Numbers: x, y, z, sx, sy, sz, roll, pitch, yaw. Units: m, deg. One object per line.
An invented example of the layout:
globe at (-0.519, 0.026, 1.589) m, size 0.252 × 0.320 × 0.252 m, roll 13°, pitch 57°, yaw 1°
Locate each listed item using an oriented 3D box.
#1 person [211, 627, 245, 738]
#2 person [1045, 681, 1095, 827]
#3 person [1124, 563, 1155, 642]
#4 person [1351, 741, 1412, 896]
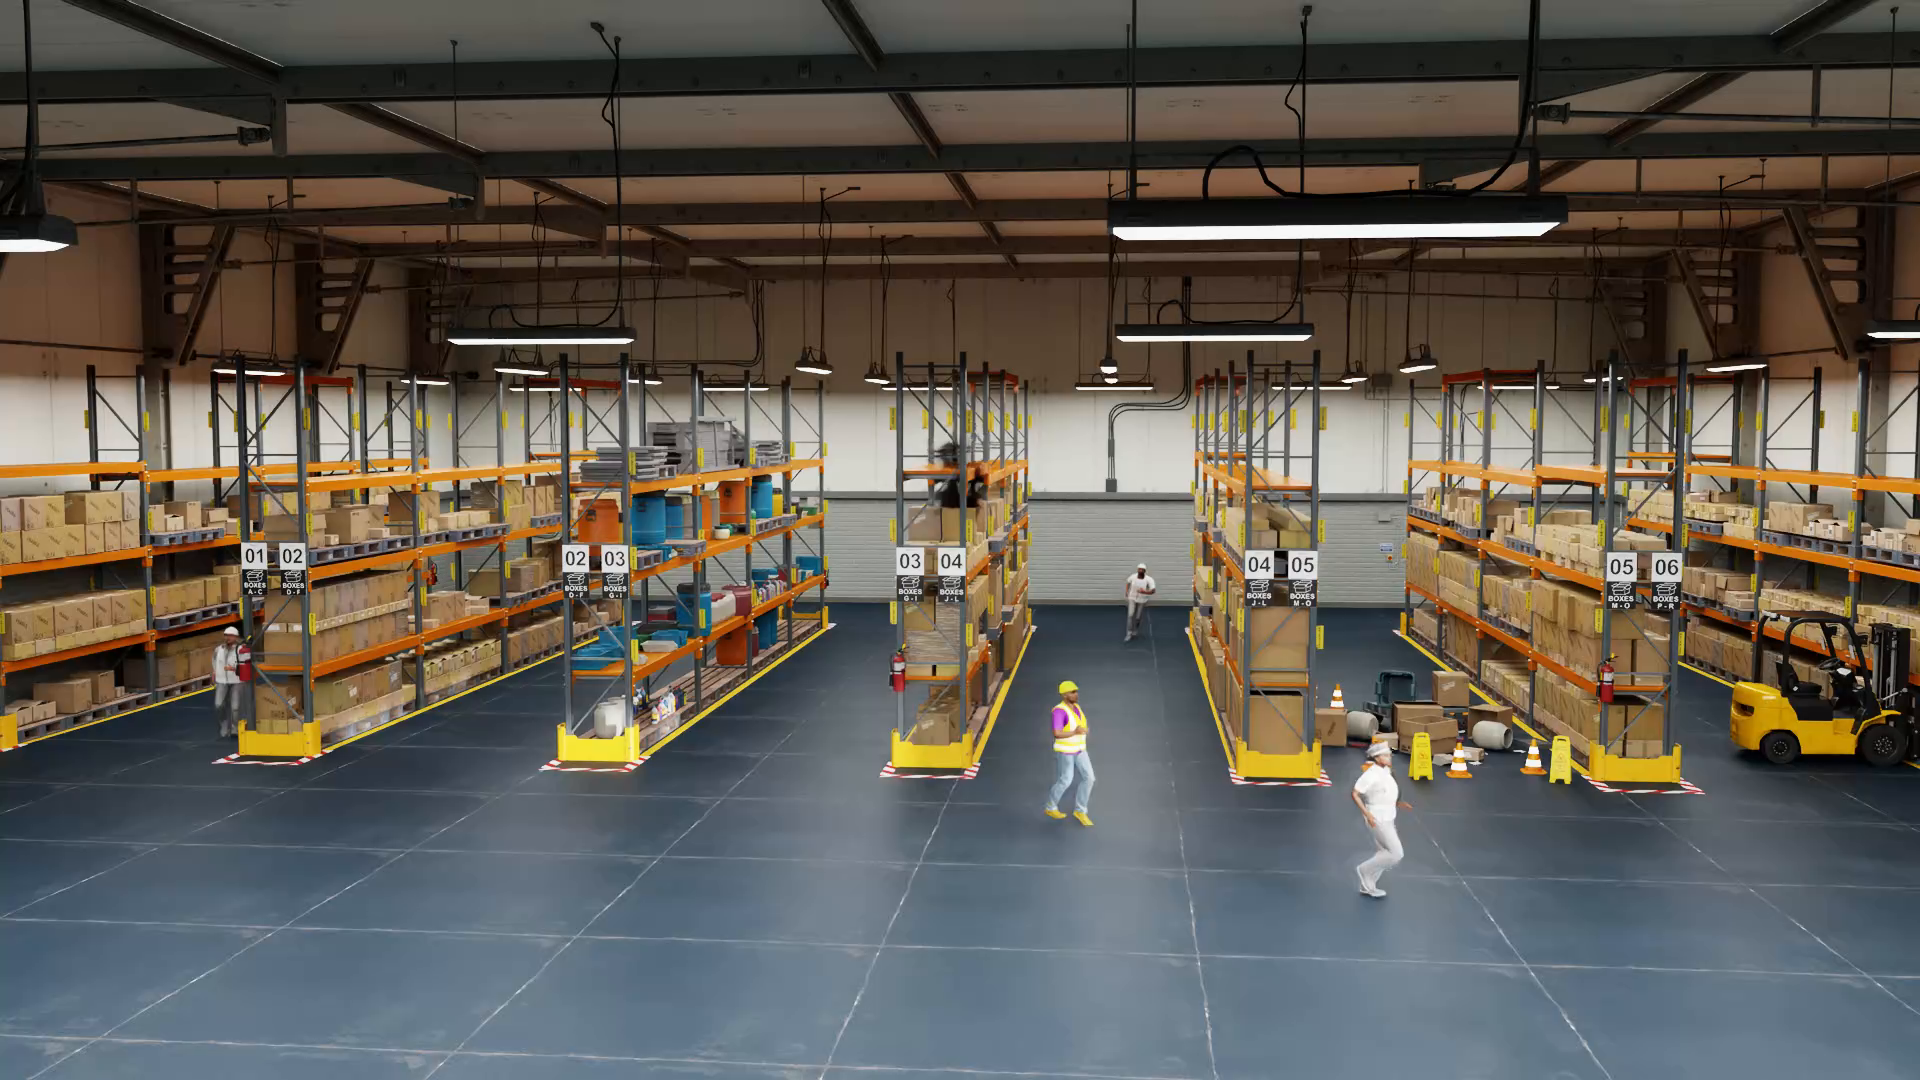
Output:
person at (-11.556, 2.248, 26.298) m, size 0.644 × 1.751 × 0.642 m, roll -1°, pitch 4°, yaw -10°
person at (1.377, 2.656, 20.633) m, size 0.717 × 1.825 × 0.674 m, roll 4°, pitch 5°, yaw 41°
person at (4.144, 1.419, 38.249) m, size 0.716 × 1.781 × 0.900 m, roll 1°, pitch 4°, yaw 15°
person at (4.456, 2.931, 17.426) m, size 0.559 × 1.647 × 0.560 m, roll 3°, pitch 5°, yaw 34°
